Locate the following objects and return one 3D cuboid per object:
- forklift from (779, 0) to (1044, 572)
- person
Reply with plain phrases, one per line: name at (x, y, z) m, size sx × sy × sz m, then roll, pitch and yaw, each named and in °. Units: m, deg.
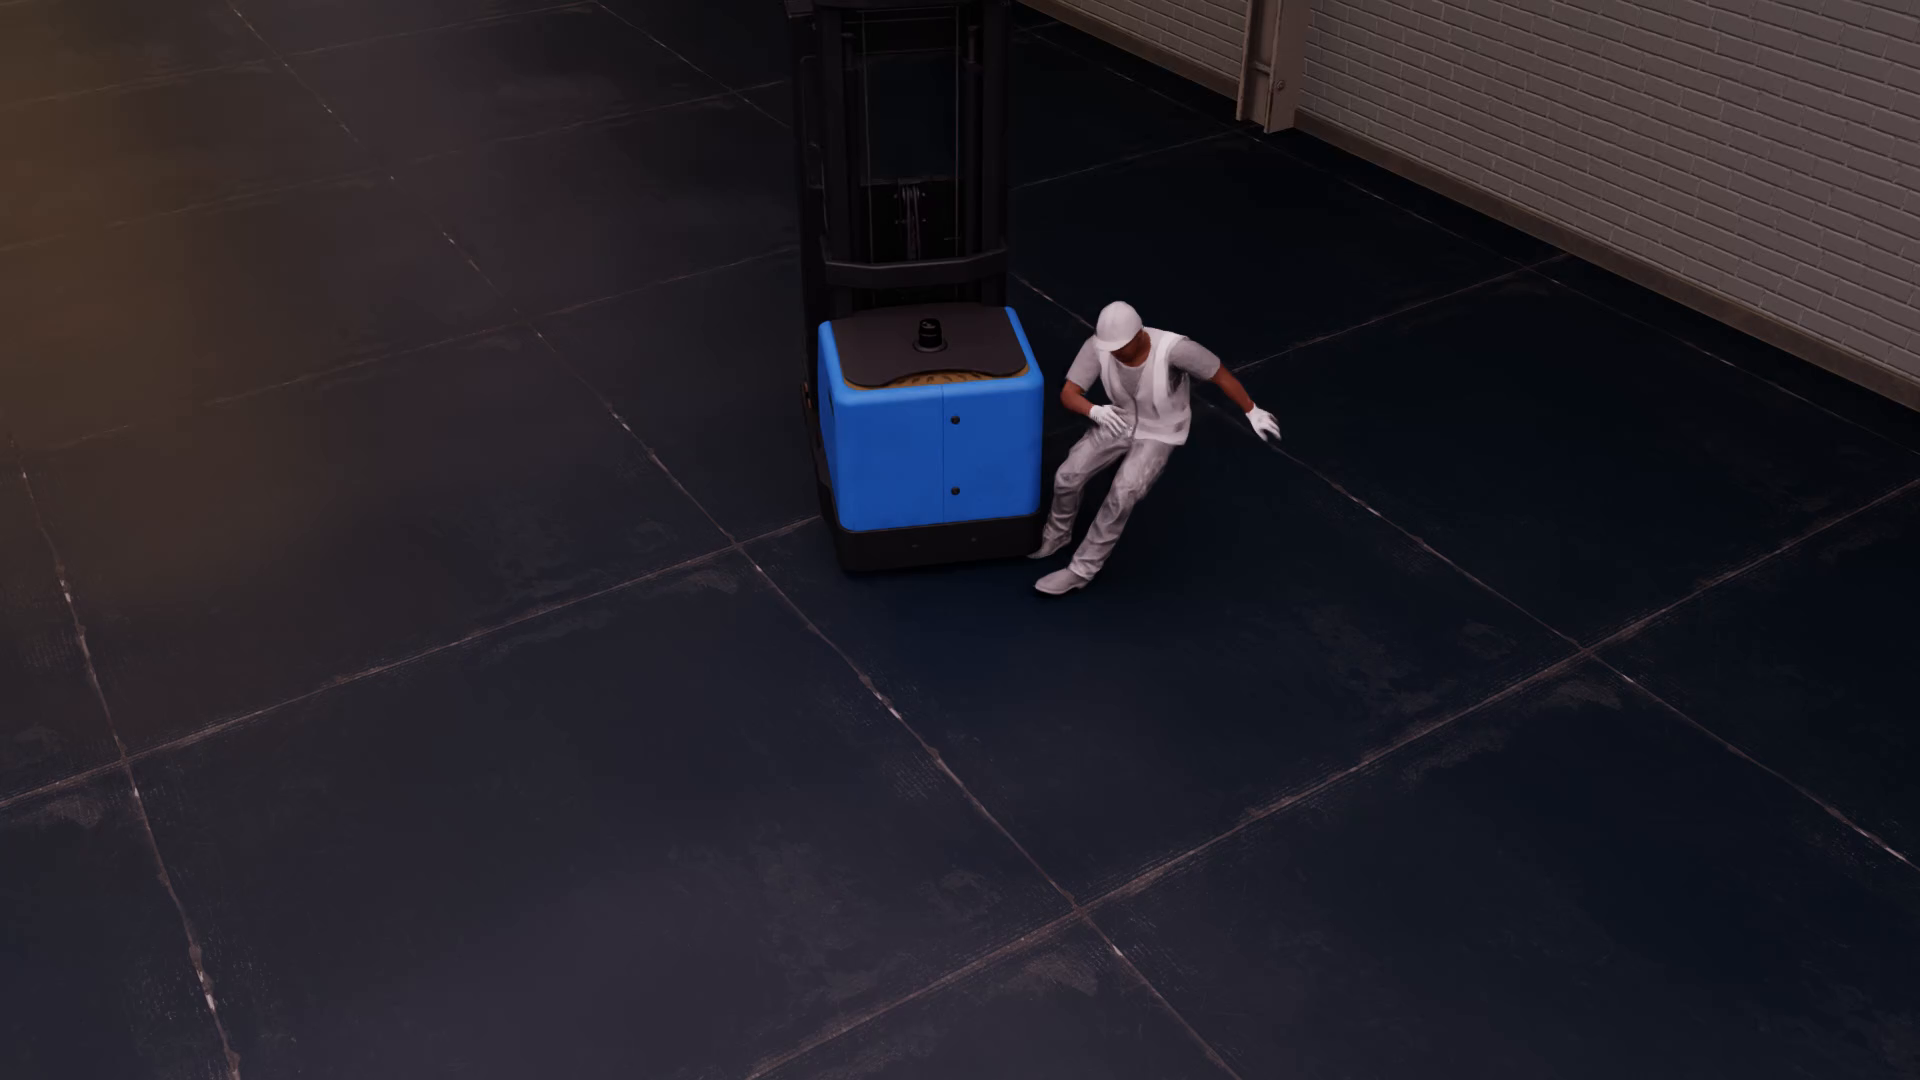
forklift at (-0.335, -1.880, 8.823) m, size 1.130 × 2.935 × 3.031 m, roll -6°, pitch 35°, yaw -8°
person at (0.875, -0.424, 8.078) m, size 1.101 × 1.500 × 0.958 m, roll 20°, pitch 40°, yaw 26°
